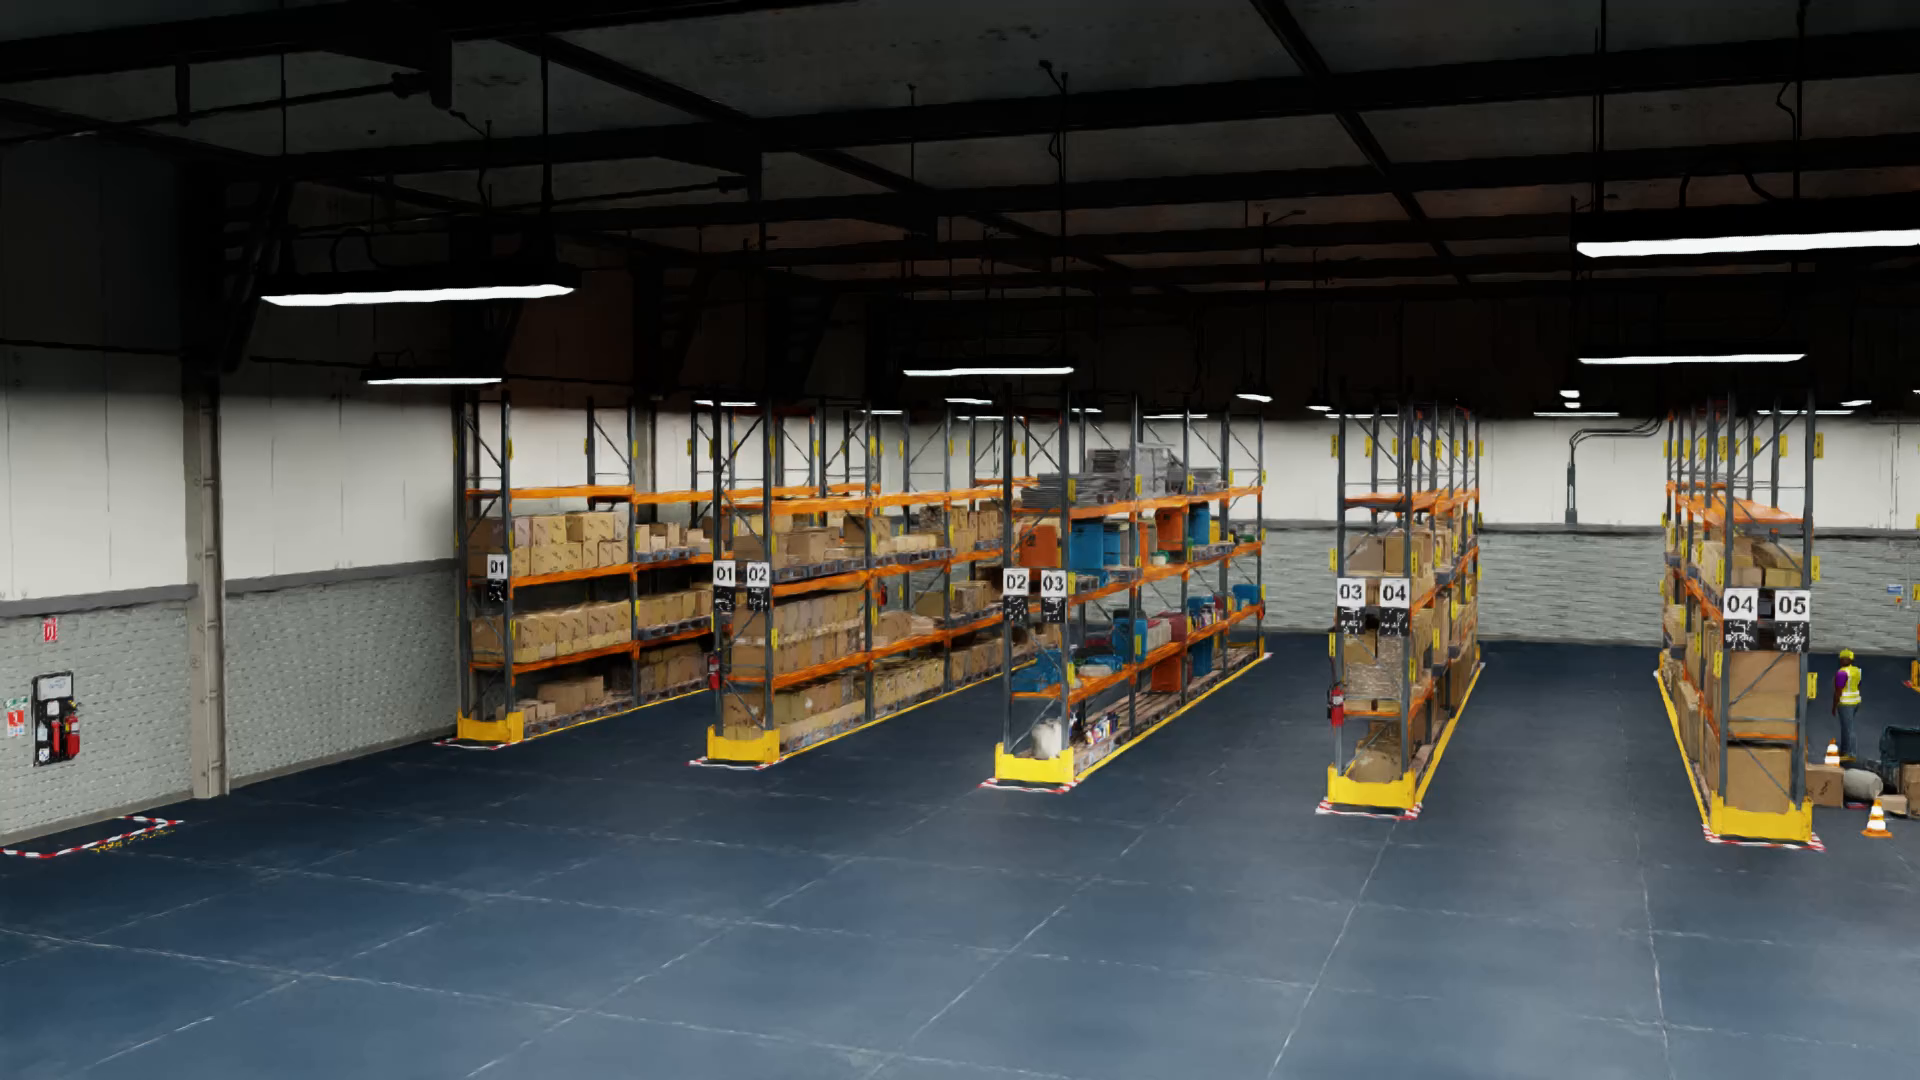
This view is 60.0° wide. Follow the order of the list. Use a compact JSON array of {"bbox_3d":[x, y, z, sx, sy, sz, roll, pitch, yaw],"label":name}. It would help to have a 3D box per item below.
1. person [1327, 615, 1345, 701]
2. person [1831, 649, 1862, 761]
[{"bbox_3d":[7.515,2.316,32.869,0.450,1.727,0.584,-1,3,-9],"label":"person"},{"bbox_3d":[14.229,2.630,26.761,0.673,1.763,0.580,-2,4,-38],"label":"person"}]
